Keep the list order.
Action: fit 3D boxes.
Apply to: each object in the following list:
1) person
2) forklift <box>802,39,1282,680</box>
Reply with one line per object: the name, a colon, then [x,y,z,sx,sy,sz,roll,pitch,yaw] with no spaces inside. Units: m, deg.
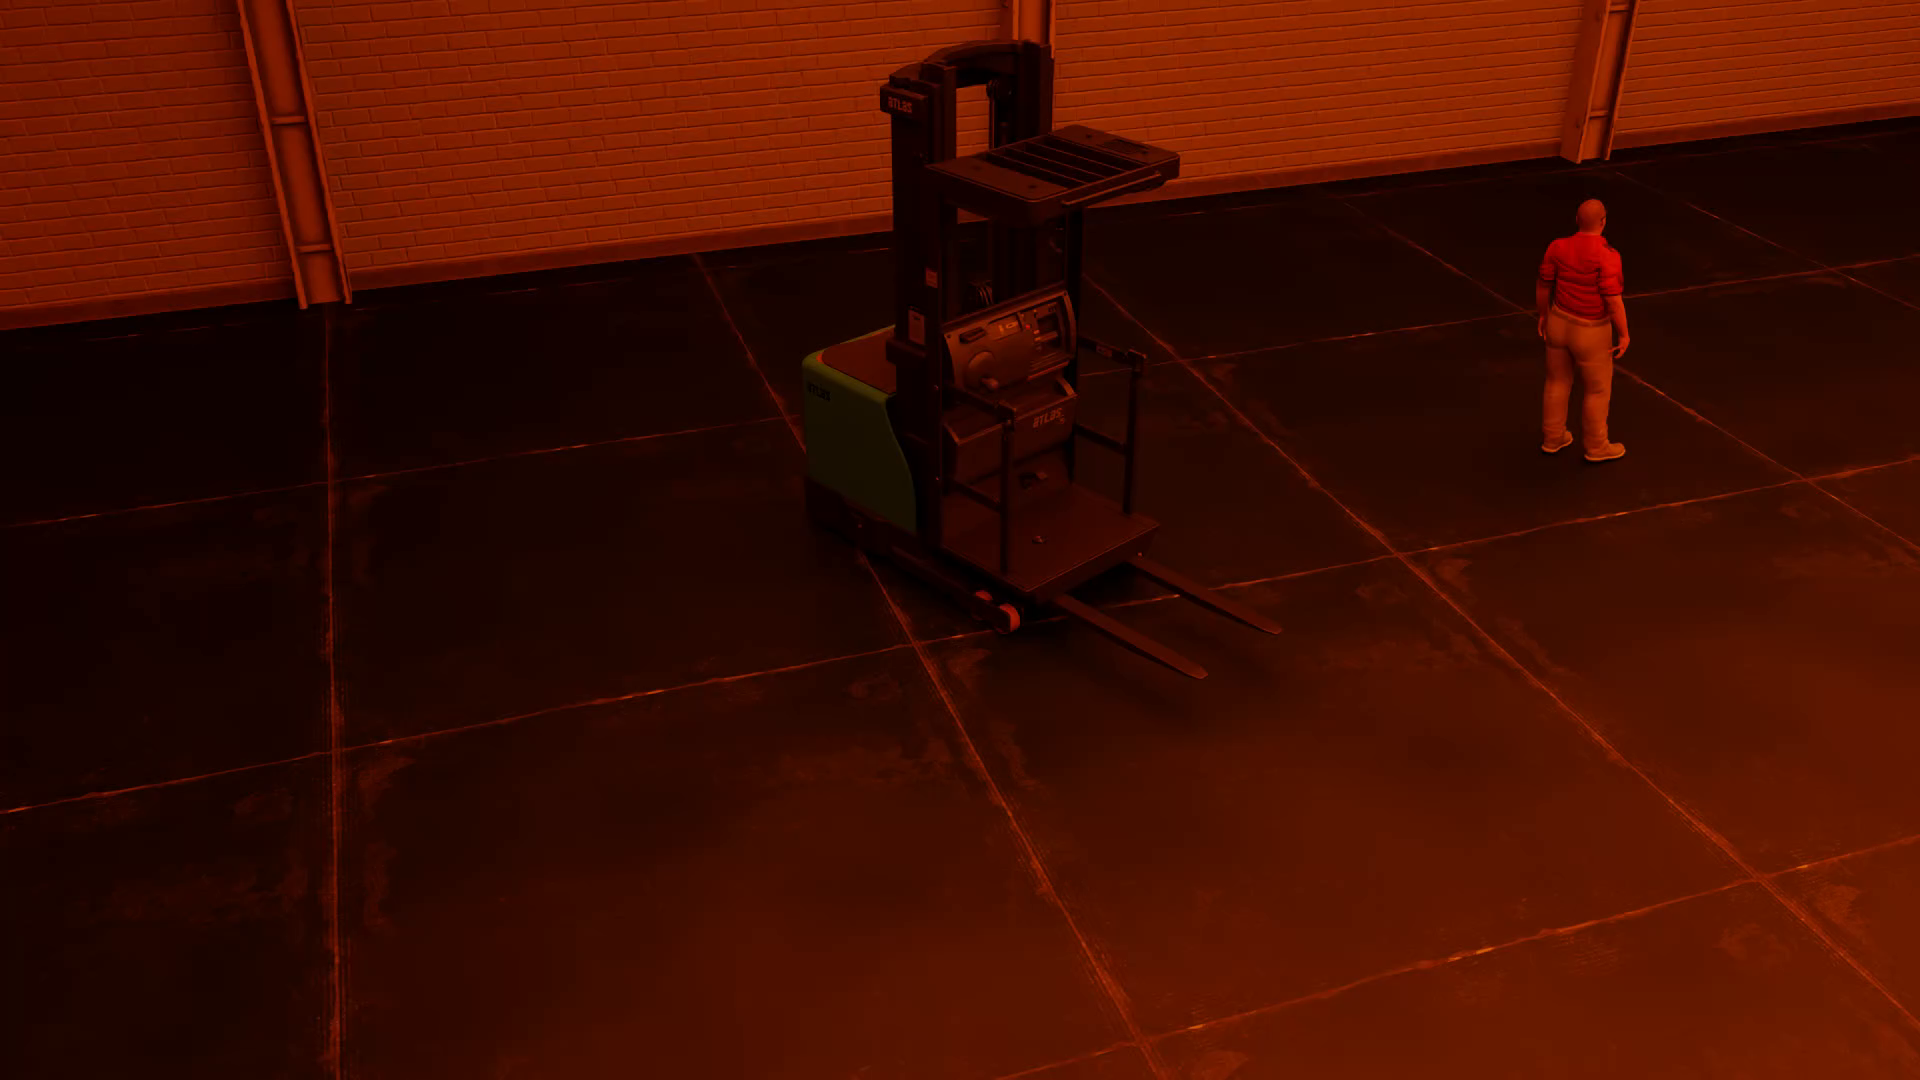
person: [4.014,-1.354,10.634,0.550,1.724,0.637,-22,37,-33]
forklift: [0.425,-1.042,8.899,1.130,2.935,3.031,-25,38,-36]
